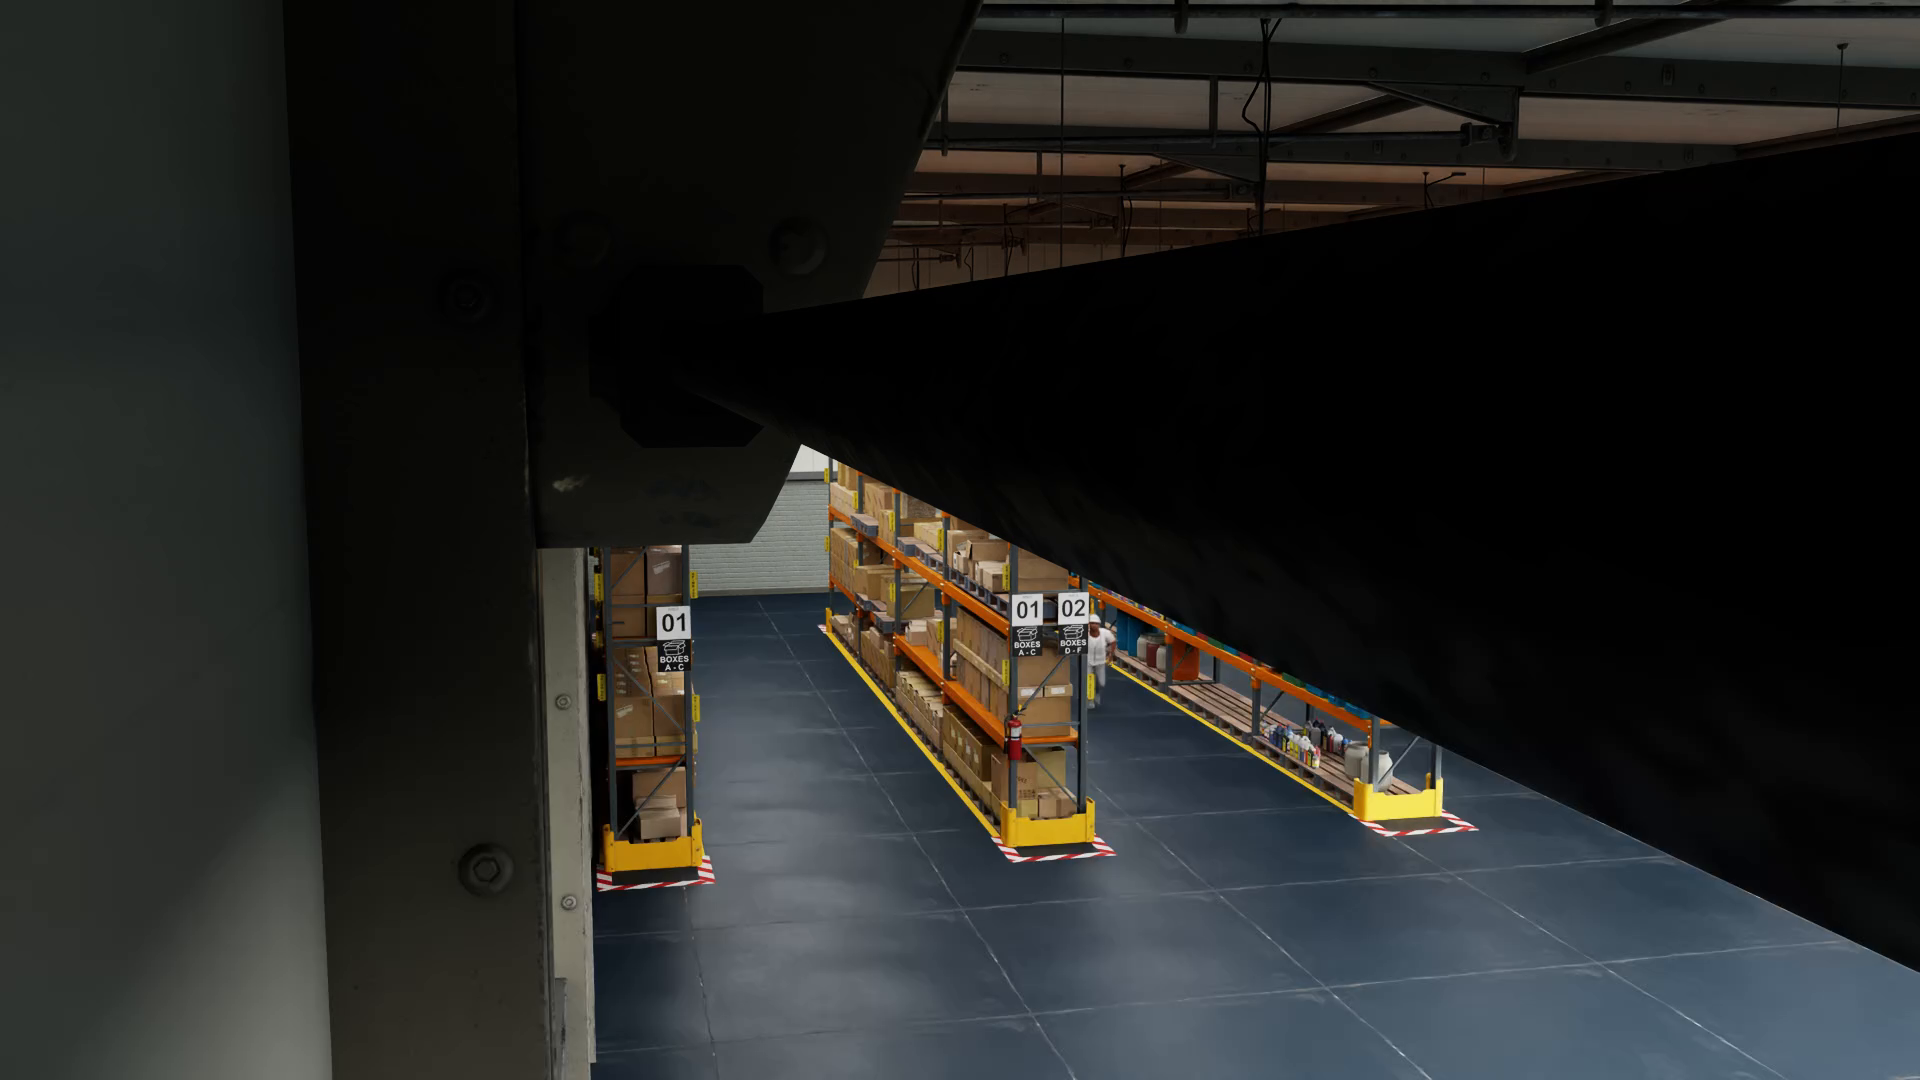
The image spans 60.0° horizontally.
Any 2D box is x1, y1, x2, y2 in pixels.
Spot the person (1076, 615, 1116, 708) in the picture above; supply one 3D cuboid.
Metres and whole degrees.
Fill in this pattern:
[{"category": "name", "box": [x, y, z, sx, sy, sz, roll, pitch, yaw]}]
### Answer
[{"category": "person", "box": [2.327, 2.100, 28.681, 0.750, 1.675, 0.678, -1, 7, -4]}]
